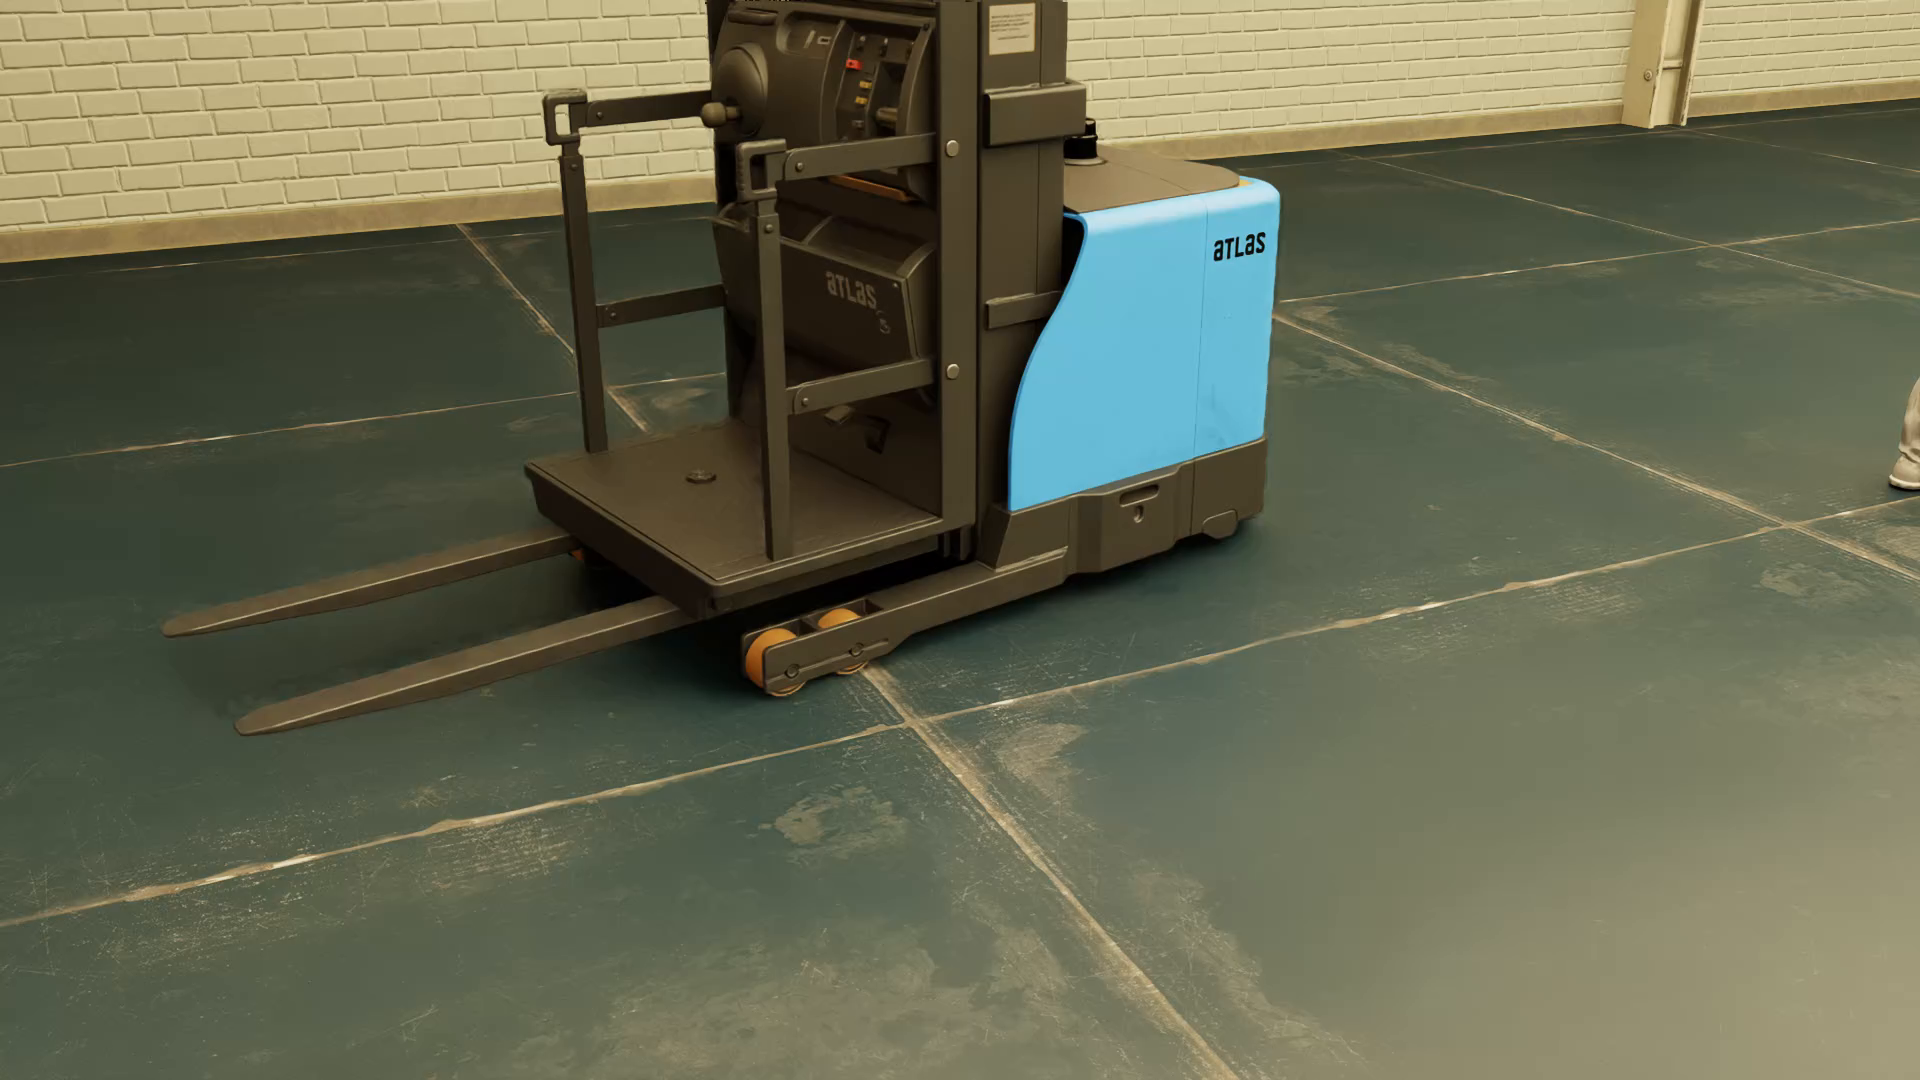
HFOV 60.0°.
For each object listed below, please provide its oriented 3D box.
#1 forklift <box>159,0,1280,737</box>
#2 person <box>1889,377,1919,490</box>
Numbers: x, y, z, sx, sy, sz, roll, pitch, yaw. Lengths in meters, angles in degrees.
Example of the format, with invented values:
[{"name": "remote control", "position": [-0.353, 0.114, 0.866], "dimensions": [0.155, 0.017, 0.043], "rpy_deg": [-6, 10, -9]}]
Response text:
[{"name": "forklift", "position": [-0.535, -1.191, 4.152], "dimensions": [3.031, 2.935, 1.130], "rpy_deg": [-17, 28, -34]}, {"name": "person", "position": [3.211, -0.909, 5.132], "dimensions": [0.373, 1.661, 0.537], "rpy_deg": [-3, 23, -7]}]
